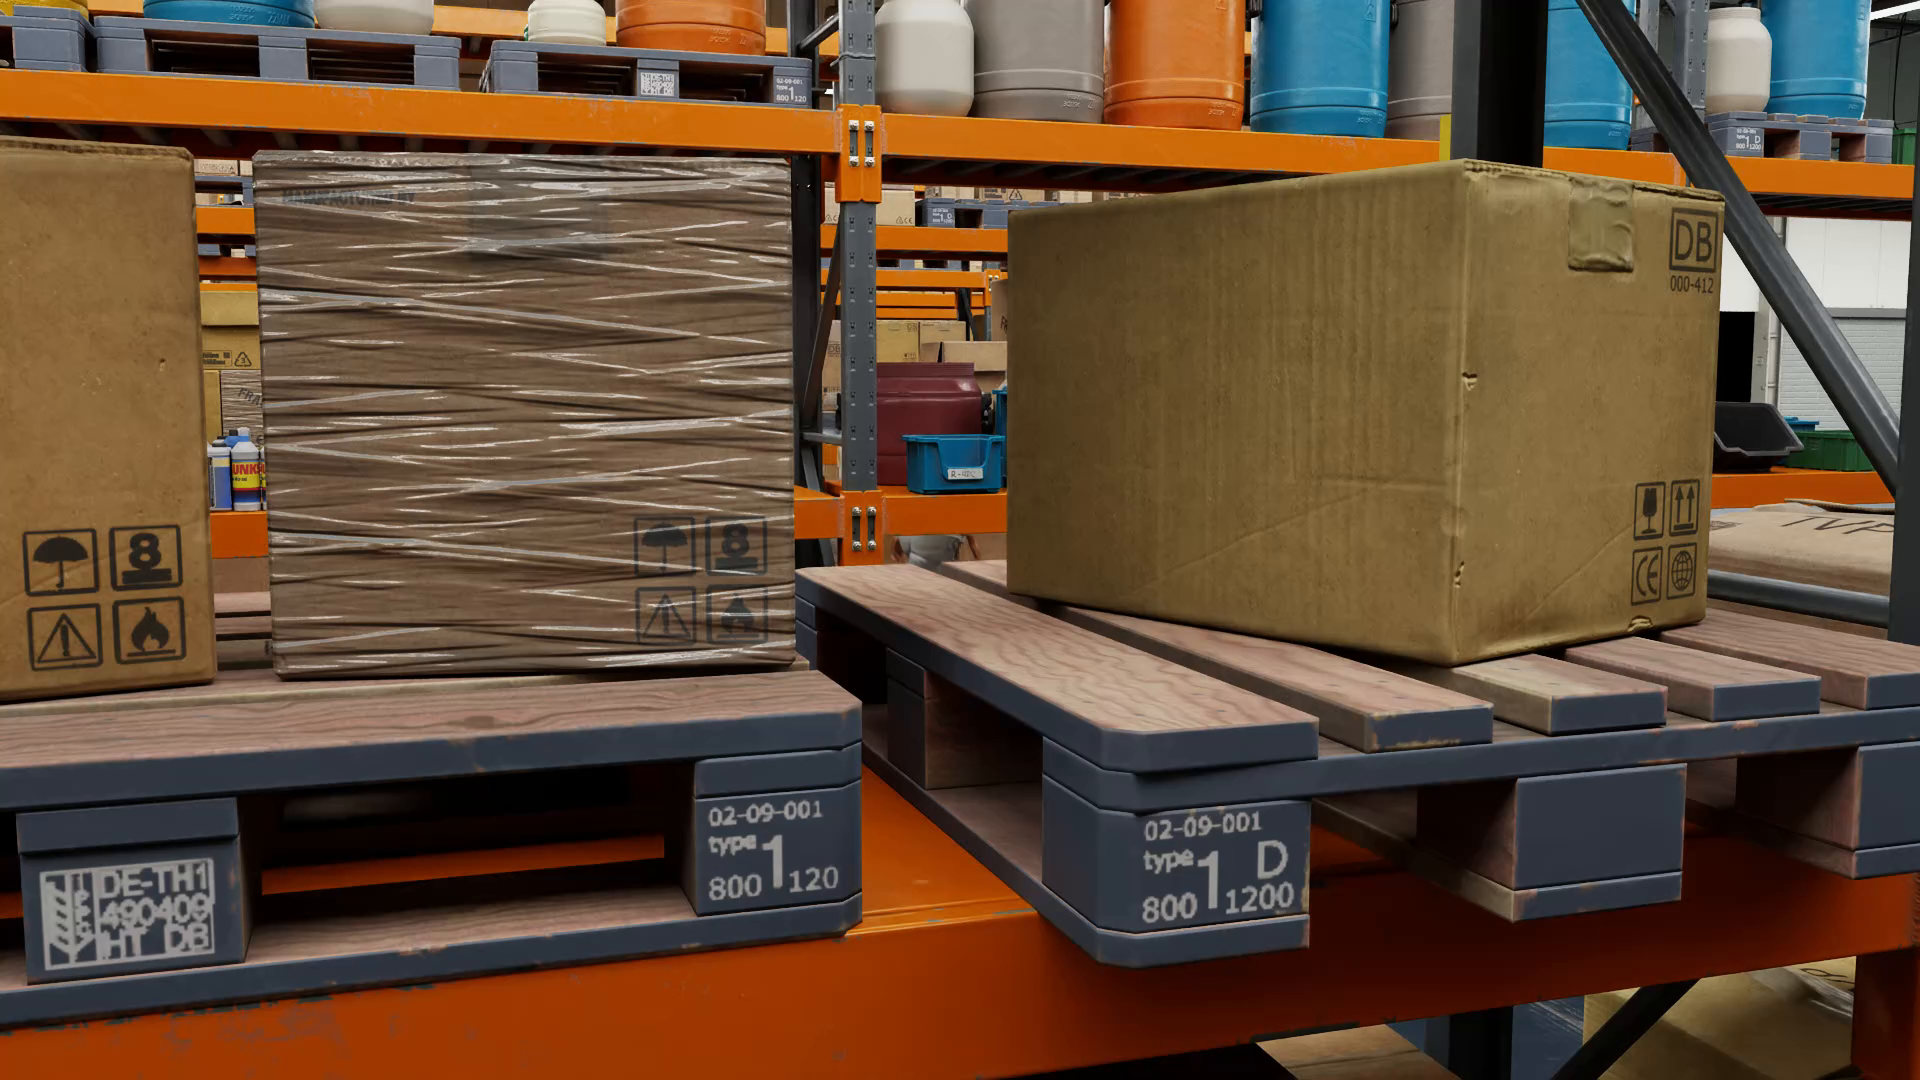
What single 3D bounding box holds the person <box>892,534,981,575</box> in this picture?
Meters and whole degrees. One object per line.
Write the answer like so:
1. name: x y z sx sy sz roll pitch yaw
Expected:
1. person: -0.098 -0.020 9.726 0.999 1.590 0.507 -3 7 -29
